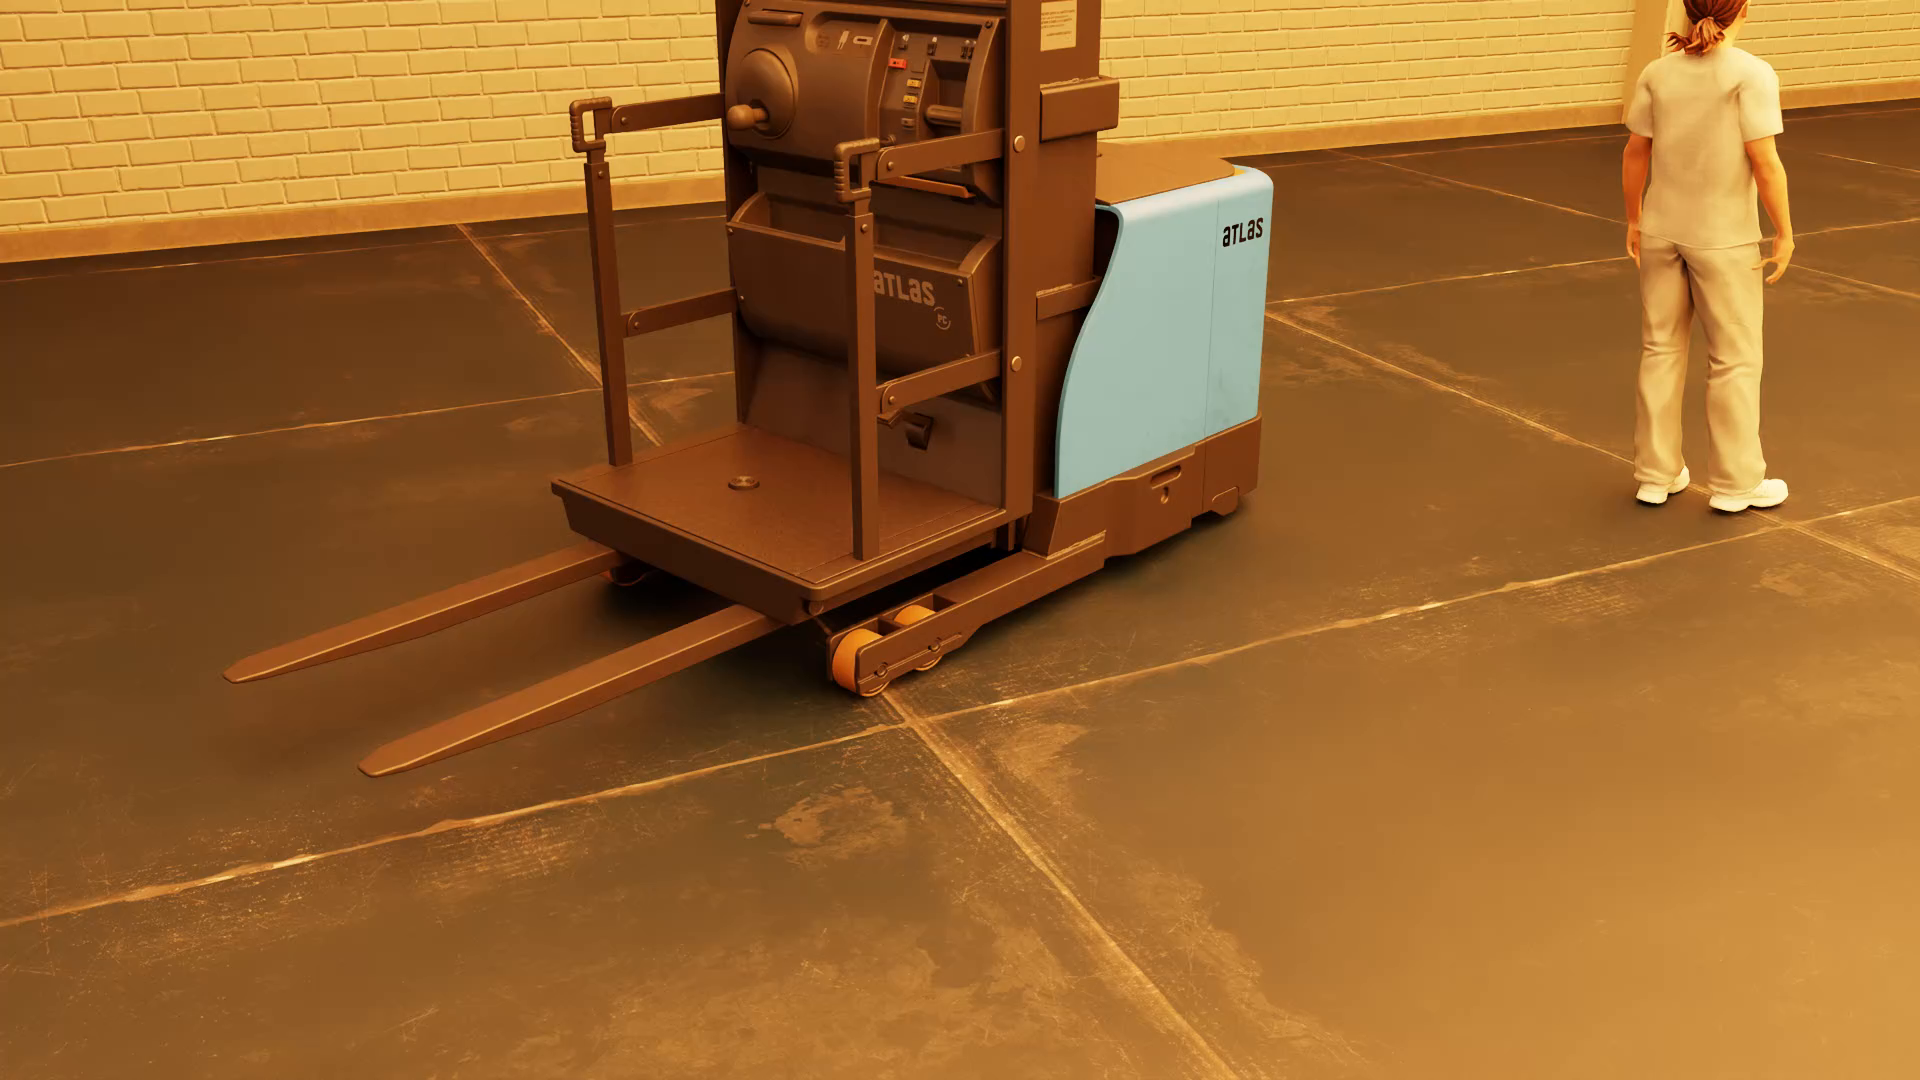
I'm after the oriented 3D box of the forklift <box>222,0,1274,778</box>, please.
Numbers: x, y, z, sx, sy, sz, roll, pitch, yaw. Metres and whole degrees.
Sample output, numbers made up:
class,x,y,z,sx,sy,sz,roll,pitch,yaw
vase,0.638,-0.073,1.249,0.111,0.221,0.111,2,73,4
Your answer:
class,x,y,z,sx,sy,sz,roll,pitch,yaw
forklift,-0.413,-1.182,4.131,1.130,2.935,3.031,19,29,39

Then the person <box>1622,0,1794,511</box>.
class,x,y,z,sx,sy,sz,roll,pitch,yaw
person,2.317,-0.921,5.122,0.549,1.676,0.551,-16,28,-34
